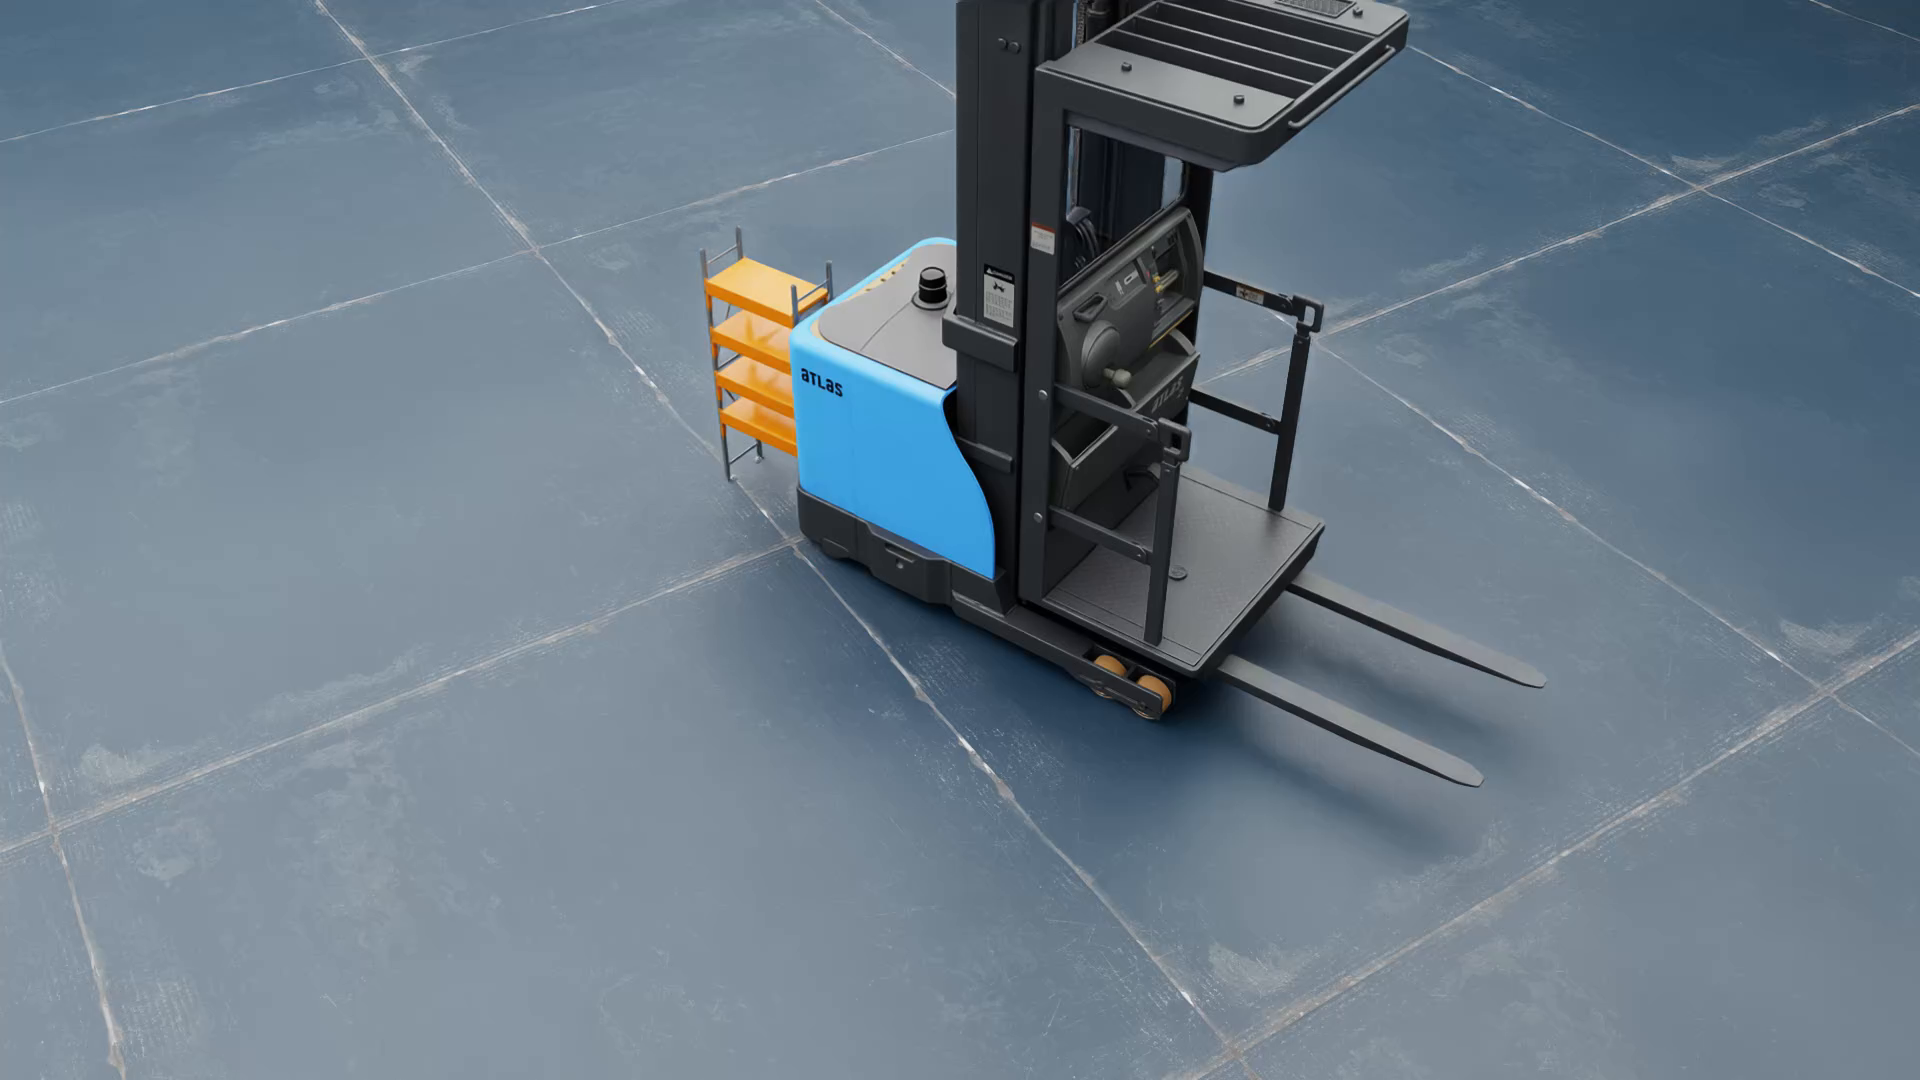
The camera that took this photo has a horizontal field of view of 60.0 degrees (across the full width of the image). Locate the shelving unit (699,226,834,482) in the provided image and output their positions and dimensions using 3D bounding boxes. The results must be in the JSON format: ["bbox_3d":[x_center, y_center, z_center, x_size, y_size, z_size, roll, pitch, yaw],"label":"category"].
[{"bbox_3d":[-0.793,-0.697,7.149,0.503,1.200,0.258,25,46,27],"label":"shelving unit"}]

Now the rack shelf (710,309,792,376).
[{"bbox_3d":[-0.793,-0.817,7.049,0.480,0.148,0.258,25,46,27],"label":"rack shelf"}]

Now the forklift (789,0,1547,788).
[{"bbox_3d":[0.796,-0.825,5.950,3.031,2.935,1.130,25,46,27],"label":"forklift"}]

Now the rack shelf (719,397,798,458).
[{"bbox_3d":[-0.793,-0.493,7.319,0.480,0.148,0.258,25,46,27],"label":"rack shelf"}]

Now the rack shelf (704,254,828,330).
[{"bbox_3d":[-0.793,-0.999,6.898,0.480,0.148,0.258,25,46,27],"label":"rack shelf"}]

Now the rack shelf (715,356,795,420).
[{"bbox_3d":[-0.793,-0.645,7.192,0.480,0.148,0.258,25,46,27],"label":"rack shelf"}]

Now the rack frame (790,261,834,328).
[{"bbox_3d":[-0.596,-0.605,7.039,0.015,1.200,0.240,25,46,27],"label":"rack frame"}]

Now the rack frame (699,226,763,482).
[{"bbox_3d":[-0.991,-0.788,7.259,0.015,1.200,0.240,25,46,27],"label":"rack frame"}]
